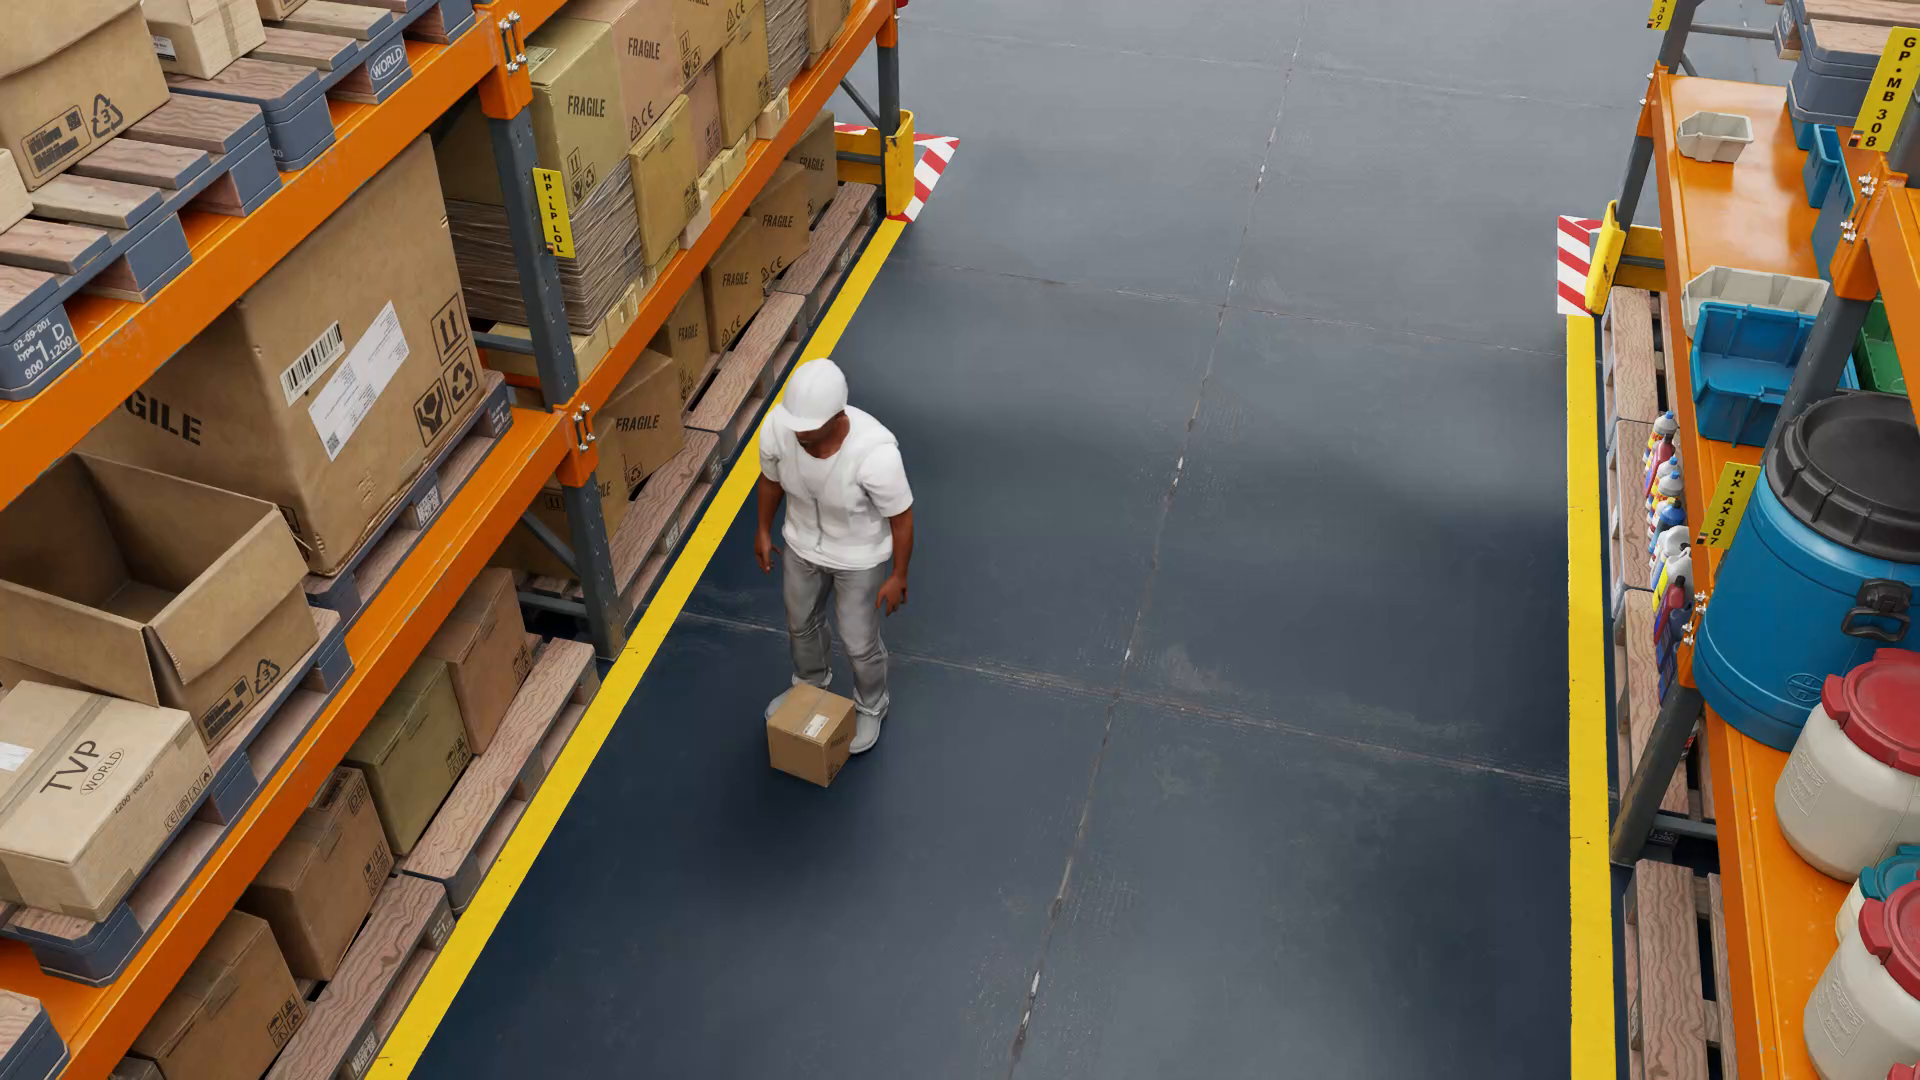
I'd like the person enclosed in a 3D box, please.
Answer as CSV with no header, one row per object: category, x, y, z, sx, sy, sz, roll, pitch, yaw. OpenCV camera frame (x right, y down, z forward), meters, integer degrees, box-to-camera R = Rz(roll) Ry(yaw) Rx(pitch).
person,-0.472,0.049,6.087,0.636,1.760,0.462,19,44,20
